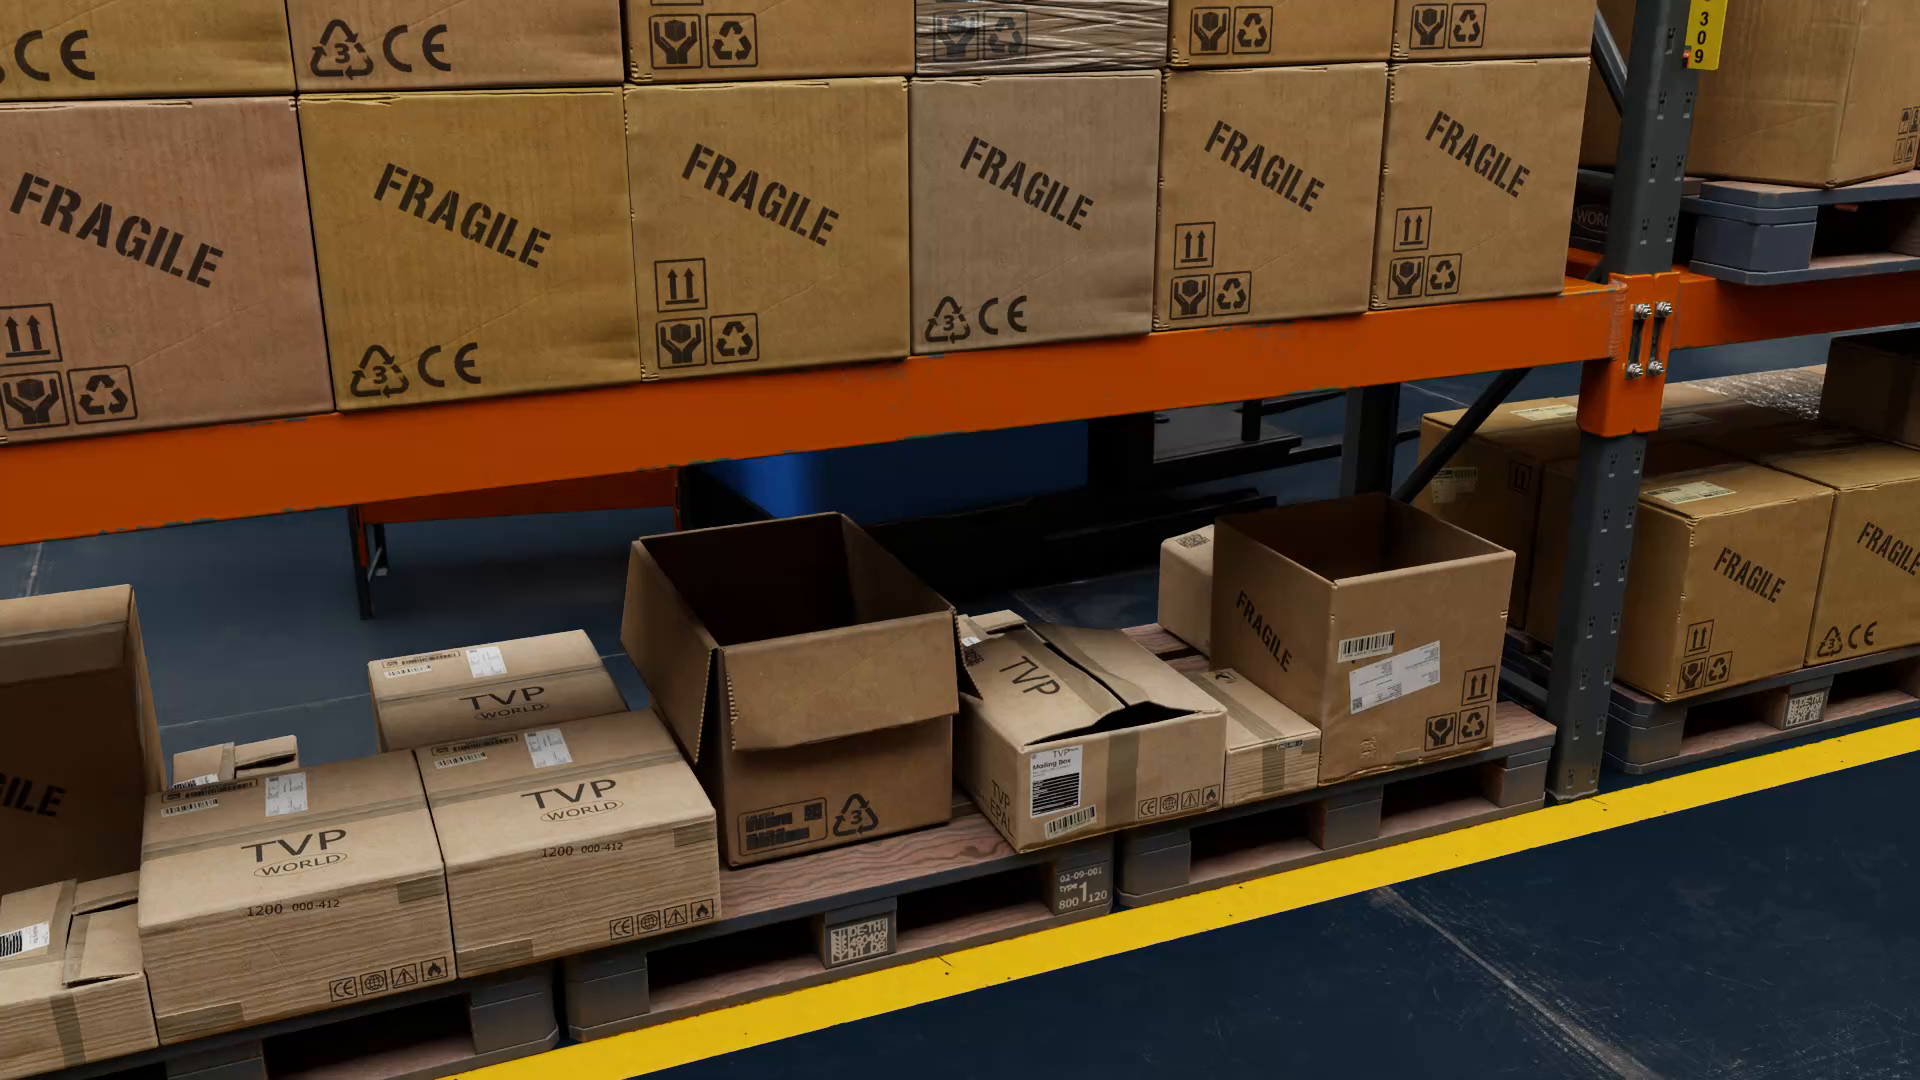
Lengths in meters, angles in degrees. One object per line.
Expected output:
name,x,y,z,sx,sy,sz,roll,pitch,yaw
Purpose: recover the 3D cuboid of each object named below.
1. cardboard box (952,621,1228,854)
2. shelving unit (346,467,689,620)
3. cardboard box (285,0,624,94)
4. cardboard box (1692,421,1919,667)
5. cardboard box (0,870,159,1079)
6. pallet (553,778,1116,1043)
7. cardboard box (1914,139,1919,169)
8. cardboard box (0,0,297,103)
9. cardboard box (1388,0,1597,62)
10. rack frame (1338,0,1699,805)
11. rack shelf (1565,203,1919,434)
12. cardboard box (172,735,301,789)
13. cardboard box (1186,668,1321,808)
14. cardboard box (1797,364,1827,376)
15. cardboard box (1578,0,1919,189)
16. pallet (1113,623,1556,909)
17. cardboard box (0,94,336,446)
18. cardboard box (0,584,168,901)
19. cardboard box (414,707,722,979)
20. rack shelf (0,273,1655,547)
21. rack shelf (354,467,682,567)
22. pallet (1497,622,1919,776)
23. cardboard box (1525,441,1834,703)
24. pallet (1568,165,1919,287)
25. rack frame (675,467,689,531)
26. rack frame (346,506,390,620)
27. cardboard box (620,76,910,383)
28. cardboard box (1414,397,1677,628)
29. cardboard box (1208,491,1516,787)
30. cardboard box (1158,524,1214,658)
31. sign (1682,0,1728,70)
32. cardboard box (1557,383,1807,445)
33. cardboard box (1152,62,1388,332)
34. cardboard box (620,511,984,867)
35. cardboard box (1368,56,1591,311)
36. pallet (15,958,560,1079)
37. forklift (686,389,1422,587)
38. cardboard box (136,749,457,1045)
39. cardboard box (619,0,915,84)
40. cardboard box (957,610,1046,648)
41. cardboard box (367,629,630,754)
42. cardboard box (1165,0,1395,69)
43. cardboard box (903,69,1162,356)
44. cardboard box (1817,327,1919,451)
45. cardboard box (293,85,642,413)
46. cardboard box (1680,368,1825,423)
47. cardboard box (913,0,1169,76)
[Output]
cardboard box,0.253,0.406,3.737,0.500,0.311,0.500,-8,21,-22
shelving unit,-1.446,-0.392,5.441,1.048,1.125,0.538,-4,20,-11
cardboard box,-0.871,-1.020,2.747,0.500,0.500,0.500,-8,21,-21
cardboard box,2.378,-0.006,4.623,0.500,0.500,0.500,-8,21,-21
cardboard box,-1.571,0.757,2.958,0.250,0.166,0.380,-8,21,-22
pallet,-0.401,0.653,3.851,1.213,0.211,1.003,-8,21,-22
cardboard box,2.482,-1.264,4.311,0.500,0.500,0.700,-5,20,-13
cardboard box,-1.332,-0.956,2.565,0.500,0.500,0.500,-8,21,-21
cardboard box,0.990,-1.288,3.507,0.500,0.500,0.500,-8,21,-22
rack frame,1.352,-0.914,4.103,0.127,3.000,1.000,-8,21,-22
rack shelf,3.188,-0.838,4.969,4.000,0.370,1.077,-8,21,-22
cardboard box,-1.512,0.568,3.496,0.250,0.166,0.380,-8,21,-22
cardboard box,0.621,0.452,3.852,0.250,0.149,0.380,-8,21,-22
cardboard box,3.076,-0.291,5.434,0.500,0.500,0.500,-9,21,-24
cardboard box,1.876,-1.154,4.000,0.500,0.500,0.700,-17,26,-40
pallet,0.721,0.491,4.310,1.213,0.211,1.003,-8,21,-22
cardboard box,-1.337,-0.483,2.726,0.500,0.500,0.500,-8,21,-22
cardboard box,-1.919,0.437,3.367,0.500,0.500,0.500,-8,21,-22
cardboard box,-0.791,0.585,3.323,0.500,0.250,0.500,-8,21,-22
rack shelf,-0.484,-0.312,3.475,4.000,0.370,1.077,-8,21,-22
rack shelf,-1.446,-0.161,5.522,1.000,0.278,0.538,-4,20,-11
pallet,2.084,0.282,4.902,1.213,0.211,1.003,-8,21,-22
cardboard box,1.893,0.068,4.414,0.500,0.500,0.500,-9,21,-24
pallet,2.129,-0.896,4.339,1.213,0.211,1.003,-8,21,-22
rack frame,-0.948,-0.425,5.536,0.032,1.125,0.500,-4,20,-11
rack frame,-1.944,-0.358,5.346,0.032,1.125,0.500,-4,20,-11
cardboard box,-0.416,-0.613,3.097,0.500,0.500,0.500,-8,21,-21
cardboard box,1.692,-0.095,4.877,0.500,0.500,0.500,-8,21,-22
cardboard box,0.941,0.219,3.986,0.500,0.500,0.500,-8,21,-22
cardboard box,0.881,0.136,4.507,0.500,0.311,0.500,-8,21,-22
sign,1.574,-1.158,3.492,0.005,0.325,0.100,-8,21,-22
cardboard box,2.149,-0.158,5.055,0.500,0.500,0.500,-8,21,-22
cardboard box,0.522,-0.749,3.483,0.500,0.500,0.500,-8,21,-20
cardboard box,-0.371,0.304,3.738,0.637,0.503,0.797,-8,21,-22
cardboard box,0.995,-0.818,3.677,0.500,0.500,0.500,-8,21,-21
pallet,-1.519,0.812,3.398,1.213,0.211,1.003,-8,21,-22
forklift,0.560,-1.495,5.856,3.031,2.935,1.130,-11,22,-29
cardboard box,-1.250,0.650,3.136,0.500,0.250,0.500,-8,21,-22
cardboard box,-0.405,-1.087,2.938,0.500,0.500,0.500,-8,21,-22
cardboard box,0.091,0.321,4.199,0.250,0.166,0.380,-8,21,-22
cardboard box,-1.035,0.439,3.737,0.500,0.250,0.500,-8,21,-22
cardboard box,0.521,-1.220,3.313,0.500,0.500,0.500,-9,21,-23
cardboard box,0.051,-0.681,3.289,0.500,0.500,0.500,-8,21,-21
cardboard box,2.811,-0.418,4.663,0.500,0.250,0.500,-8,21,-22
cardboard box,-0.875,-0.548,2.911,0.500,0.500,0.500,-8,21,-22
cardboard box,2.609,-0.224,5.242,0.500,0.500,0.500,-8,21,-21
cardboard box,0.058,-1.153,3.125,0.500,0.500,0.500,-8,21,-21
